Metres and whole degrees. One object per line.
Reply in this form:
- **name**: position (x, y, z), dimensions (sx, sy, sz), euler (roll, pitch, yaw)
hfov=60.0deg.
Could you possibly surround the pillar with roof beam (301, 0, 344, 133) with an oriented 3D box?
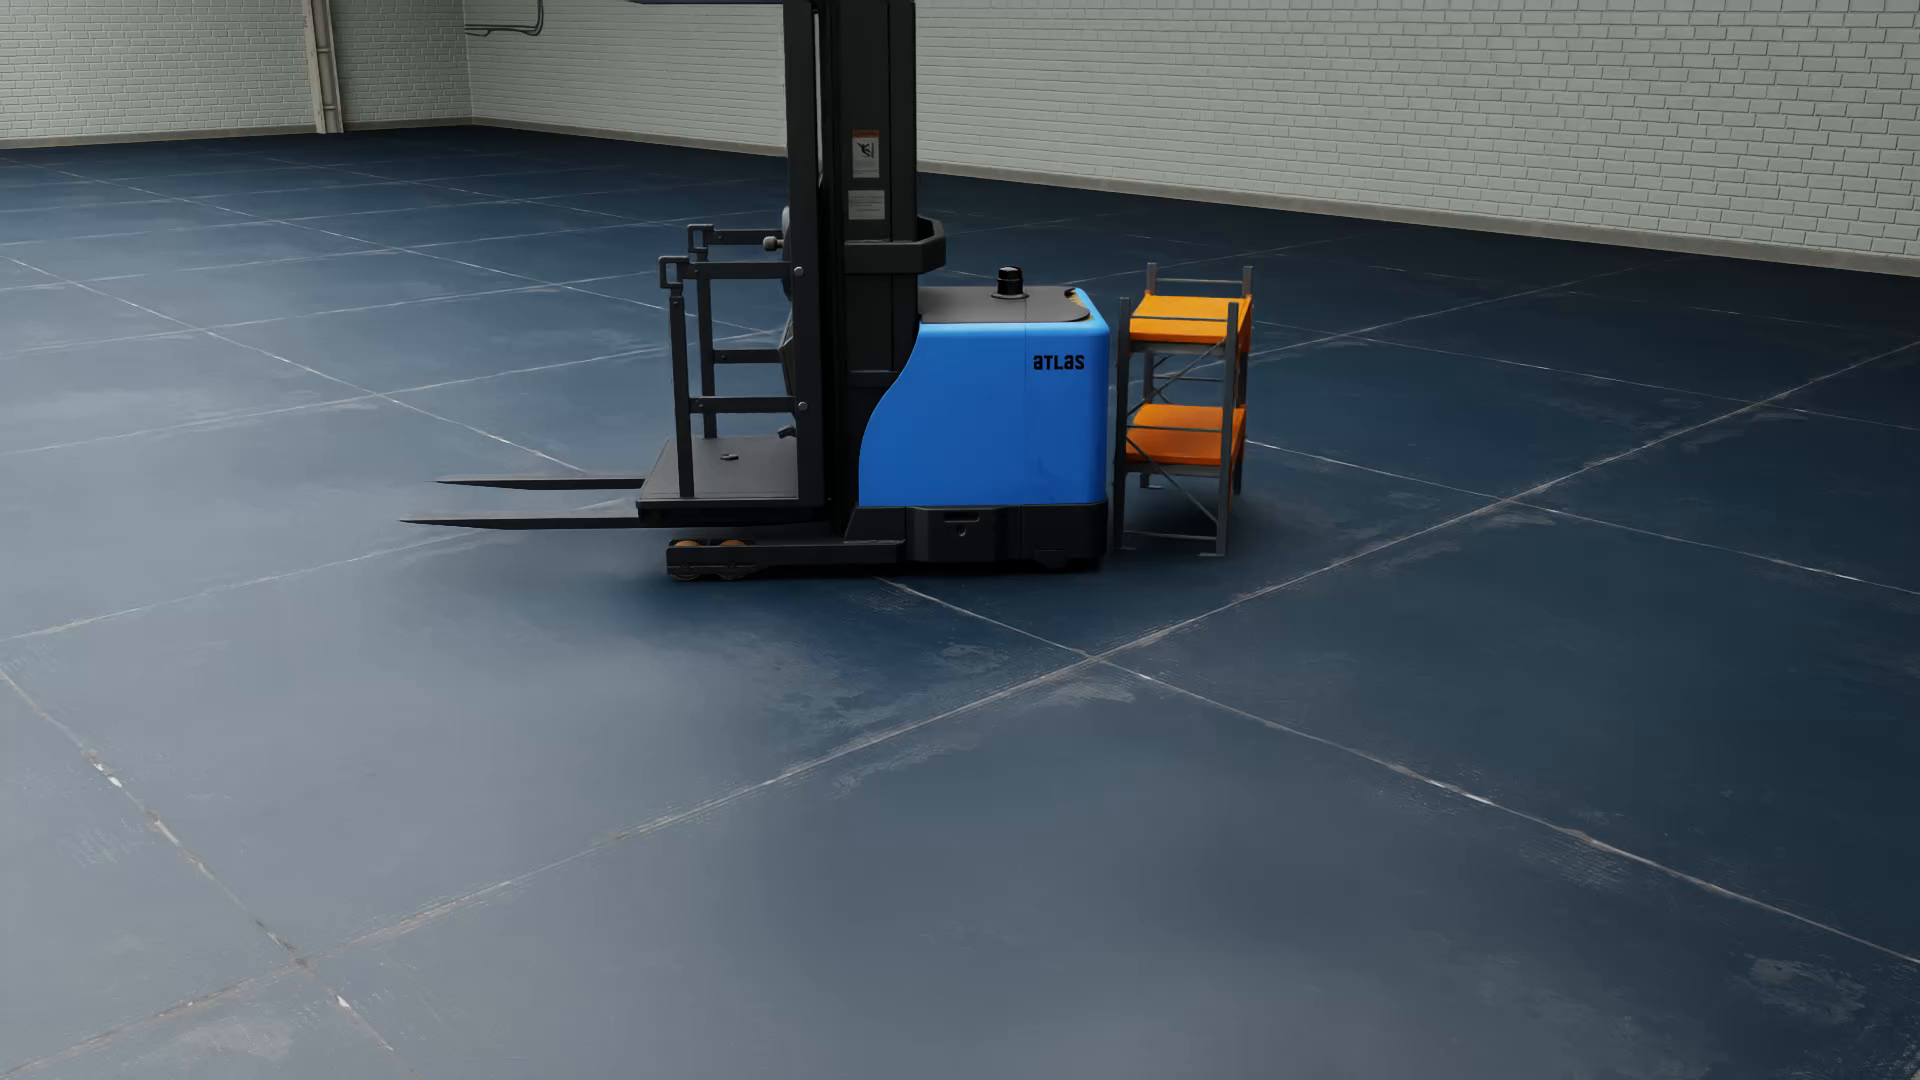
- **pillar with roof beam**: position (-8.772, -10.905, 26.600), dimensions (0.400, 9.000, 9.100), euler (-16, 24, -41)

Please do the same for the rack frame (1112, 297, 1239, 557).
- **rack frame**: position (0.928, -0.480, 7.213), dimensions (0.500, 1.125, 0.032), euler (4, 18, 12)

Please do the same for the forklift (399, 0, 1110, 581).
- **forklift**: position (-0.897, -1.390, 7.090), dimensions (3.031, 2.935, 1.130), euler (-1, 18, -2)

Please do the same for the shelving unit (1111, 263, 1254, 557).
- **shelving unit**: position (1.040, -0.633, 7.685), dimensions (0.538, 1.125, 1.048), euler (4, 18, 12)

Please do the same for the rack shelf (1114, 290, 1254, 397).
- **rack shelf**: position (1.040, -0.911, 7.595), dimensions (0.538, 0.278, 1.000), euler (4, 18, 12)

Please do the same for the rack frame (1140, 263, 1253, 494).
- **rack frame**: position (1.152, -0.786, 8.156), dimensions (0.500, 1.125, 0.032), euler (4, 18, 12)

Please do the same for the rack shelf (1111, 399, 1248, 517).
- **rack shelf**: position (1.040, -0.400, 7.760), dimensions (0.538, 0.278, 1.000), euler (4, 18, 12)

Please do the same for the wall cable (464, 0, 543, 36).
- **wall cable**: position (-8.681, -10.721, 31.066), dimensions (0.112, 2.526, 3.097), euler (-16, 24, -41)
